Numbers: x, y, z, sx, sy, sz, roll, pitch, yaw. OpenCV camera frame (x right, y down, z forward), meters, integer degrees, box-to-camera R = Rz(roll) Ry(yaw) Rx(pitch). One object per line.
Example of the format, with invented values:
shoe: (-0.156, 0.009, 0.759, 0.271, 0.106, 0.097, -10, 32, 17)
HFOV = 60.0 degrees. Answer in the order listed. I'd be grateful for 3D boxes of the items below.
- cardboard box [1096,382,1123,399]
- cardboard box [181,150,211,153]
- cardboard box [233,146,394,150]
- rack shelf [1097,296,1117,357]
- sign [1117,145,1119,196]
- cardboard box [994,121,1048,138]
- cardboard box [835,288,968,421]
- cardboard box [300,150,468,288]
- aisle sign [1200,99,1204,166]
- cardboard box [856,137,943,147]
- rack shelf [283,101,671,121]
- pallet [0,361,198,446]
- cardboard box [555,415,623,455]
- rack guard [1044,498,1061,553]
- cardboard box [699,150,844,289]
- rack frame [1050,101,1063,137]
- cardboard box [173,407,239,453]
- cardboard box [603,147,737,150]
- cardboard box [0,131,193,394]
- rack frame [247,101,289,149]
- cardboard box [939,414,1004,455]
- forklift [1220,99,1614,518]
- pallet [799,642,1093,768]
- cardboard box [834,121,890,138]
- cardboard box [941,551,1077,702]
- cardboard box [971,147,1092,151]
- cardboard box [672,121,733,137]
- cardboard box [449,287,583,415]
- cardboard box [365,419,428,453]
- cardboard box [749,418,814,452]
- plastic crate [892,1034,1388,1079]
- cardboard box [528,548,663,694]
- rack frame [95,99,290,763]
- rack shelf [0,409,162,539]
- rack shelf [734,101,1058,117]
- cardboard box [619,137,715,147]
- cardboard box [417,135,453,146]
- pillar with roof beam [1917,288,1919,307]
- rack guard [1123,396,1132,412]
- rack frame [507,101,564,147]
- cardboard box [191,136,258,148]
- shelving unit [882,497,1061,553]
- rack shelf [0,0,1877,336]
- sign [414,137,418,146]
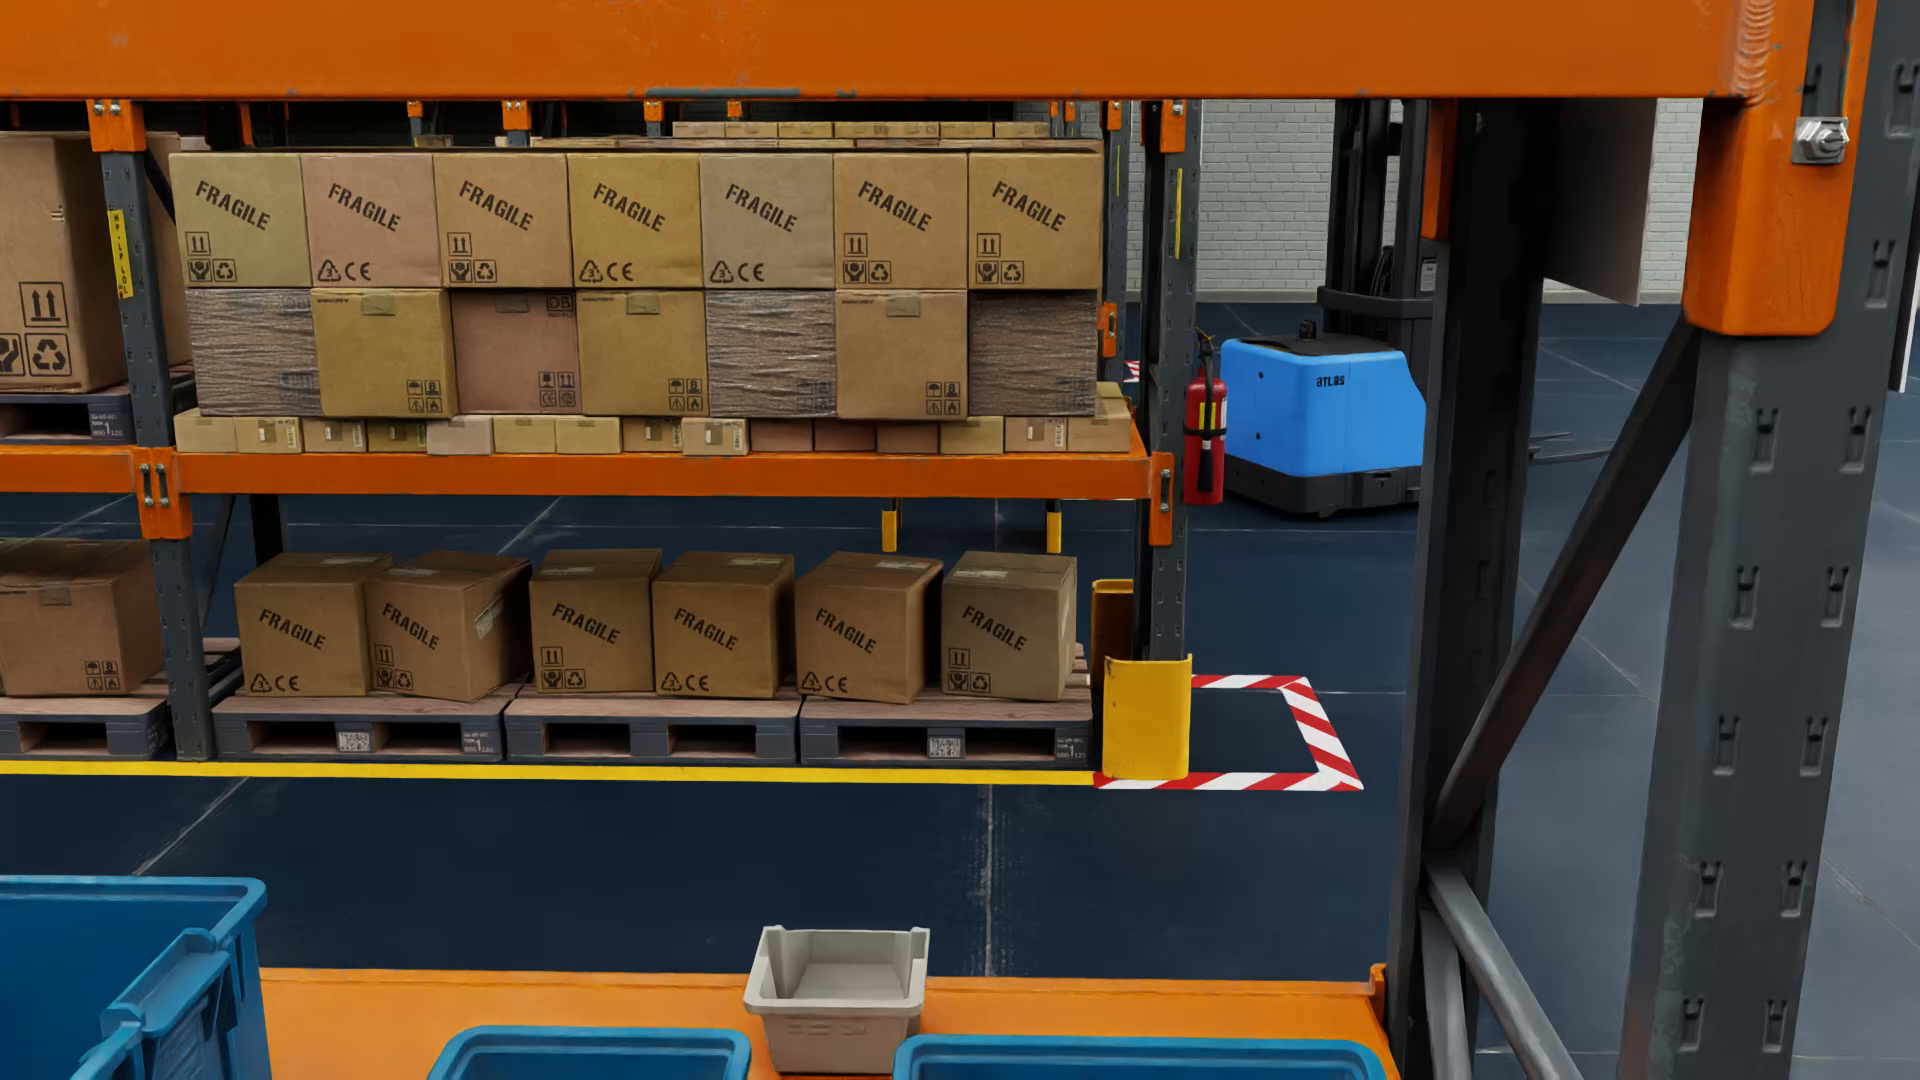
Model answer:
cardboard box: (0.562, -0.575, 7.133, 0.250, 0.149, 0.380, 0, 15, 1)
cardboard box: (-5.462, -2.471, 11.670, 0.500, 0.500, 0.700, 0, 15, 1)
cardboard box: (-2.701, -1.403, 7.039, 0.500, 0.500, 0.500, 0, 15, 1)
rack shelf: (-0.931, -1.564, 11.797, 4.000, 0.370, 1.077, 0, 15, 1)
sign: (1.041, -2.434, 10.953, 0.005, 0.325, 0.100, 0, 15, 1)
cardboard box: (0.577, -3.785, 16.066, 0.500, 0.500, 0.700, 0, 15, 0)
cardboard box: (-0.211, -0.810, 6.749, 0.500, 0.500, 0.875, 0, 15, 1)
cardboard box: (-2.215, -1.265, 6.516, 0.500, 0.500, 0.500, 0, 15, 1)
aisle sign: (0.895, -1.814, 6.240, 0.004, 0.787, 0.394, 0, 15, 1)
cardboard box: (-0.410, -2.524, 11.615, 0.550, 0.550, 0.875, 0, 15, 1)
rack shelf: (-4.904, -4.303, 16.300, 4.000, 0.370, 1.077, 0, 15, 1)
pallet: (-3.918, -0.610, 7.146, 1.213, 0.211, 1.003, 0, 15, 1)
cardboard box: (-1.451, -0.454, 6.674, 0.250, 0.149, 0.380, 0, 15, 1)
rack guard: (0.574, -0.117, 10.294, 0.087, 0.250, 0.587, 0, 15, 1)
cardboard box: (-0.715, -1.256, 6.482, 0.500, 0.500, 0.500, 0, 15, 1)
rack frame: (1.217, -4.427, 21.241, 0.127, 3.000, 1.000, 0, 15, 1)
cardboard box: (-2.951, -0.461, 6.698, 0.250, 0.149, 0.380, 0, 15, 1)
cardboard box: (-1.202, -1.392, 6.999, 0.500, 0.500, 0.500, 0, 15, 1)
cardboard box: (-3.949, -1.194, 6.987, 1.000, 1.000, 1.000, 0, 15, 2)
rack frame: (-6.904, -3.213, 16.640, 0.127, 3.000, 1.000, 0, 15, 1)
cardboard box: (0.049, -0.452, 6.666, 0.250, 0.149, 0.380, 0, 15, 1)
forklift: (3.328, -1.788, 11.370, 3.031, 2.935, 1.130, -6, 16, -23)
pallet: (-0.047, 0.699, 7.275, 1.213, 0.211, 1.003, 0, 15, 1)
cardboard box: (-0.936, -3.806, 16.145, 0.500, 0.500, 0.700, 0, 15, 1)
cardboard box: (0.217, 0.363, 7.160, 0.500, 0.500, 0.500, 3, 15, 12)
cardboard box: (0.298, -1.383, 6.962, 0.500, 0.500, 0.500, 0, 15, 1)
cardboard box: (-2.471, -3.805, 16.143, 0.500, 0.500, 0.700, 0, 15, 1)
cardboard box: (-1.708, -0.844, 6.879, 0.500, 0.500, 0.875, 0, 15, 1)
cardboard box: (-2.200, -0.462, 6.703, 0.250, 0.149, 0.380, 0, 15, 1)
cardboard box: (-0.700, -0.466, 6.718, 0.250, 0.149, 0.380, 0, 15, 1)
plastic crate: (0.206, 0.774, 1.818, 0.616, 0.251, 0.499, 0, 15, 1)
cardboard box: (-1.564, 0.344, 7.233, 0.500, 0.500, 0.500, -1, 15, -4)
rack frame: (-3.158, -0.660, 6.962, 0.127, 3.000, 1.000, 0, 15, 1)
rack shelf: (-5.157, -0.325, 7.103, 4.000, 0.370, 1.077, 0, 15, 1)
rack shelf: (-0.783, -5.543, 20.999, 4.000, 0.370, 1.077, 0, 15, 1)
cardboard box: (-2.010, -2.534, 11.654, 0.550, 0.550, 0.875, 0, 15, 1)
cardboard box: (-5.261, -3.984, 16.685, 0.250, 0.149, 0.380, 0, 15, -1)
pillar with roof beam: (12.430, -6.386, 16.906, 0.400, 9.000, 9.100, 0, 15, 1)
rack guard: (1.092, -0.690, 11.974, 0.348, 0.500, 1.175, 0, 15, 1)
rack frame: (-2.930, -1.924, 11.754, 0.127, 3.000, 1.000, 0, 15, 1)
cardboard box: (-7.390, -3.811, 16.748, 0.500, 0.500, 0.500, 0, 15, 0)
shelving unit: (0.076, -0.725, 10.147, 1.083, 1.500, 0.587, 0, 15, 1)
rack shelf: (-1.285, -0.487, 1.835, 4.000, 0.370, 1.077, 0, 15, 1)
sign: (-6.785, -4.862, 20.776, 0.005, 0.325, 0.100, 0, 15, 1)
